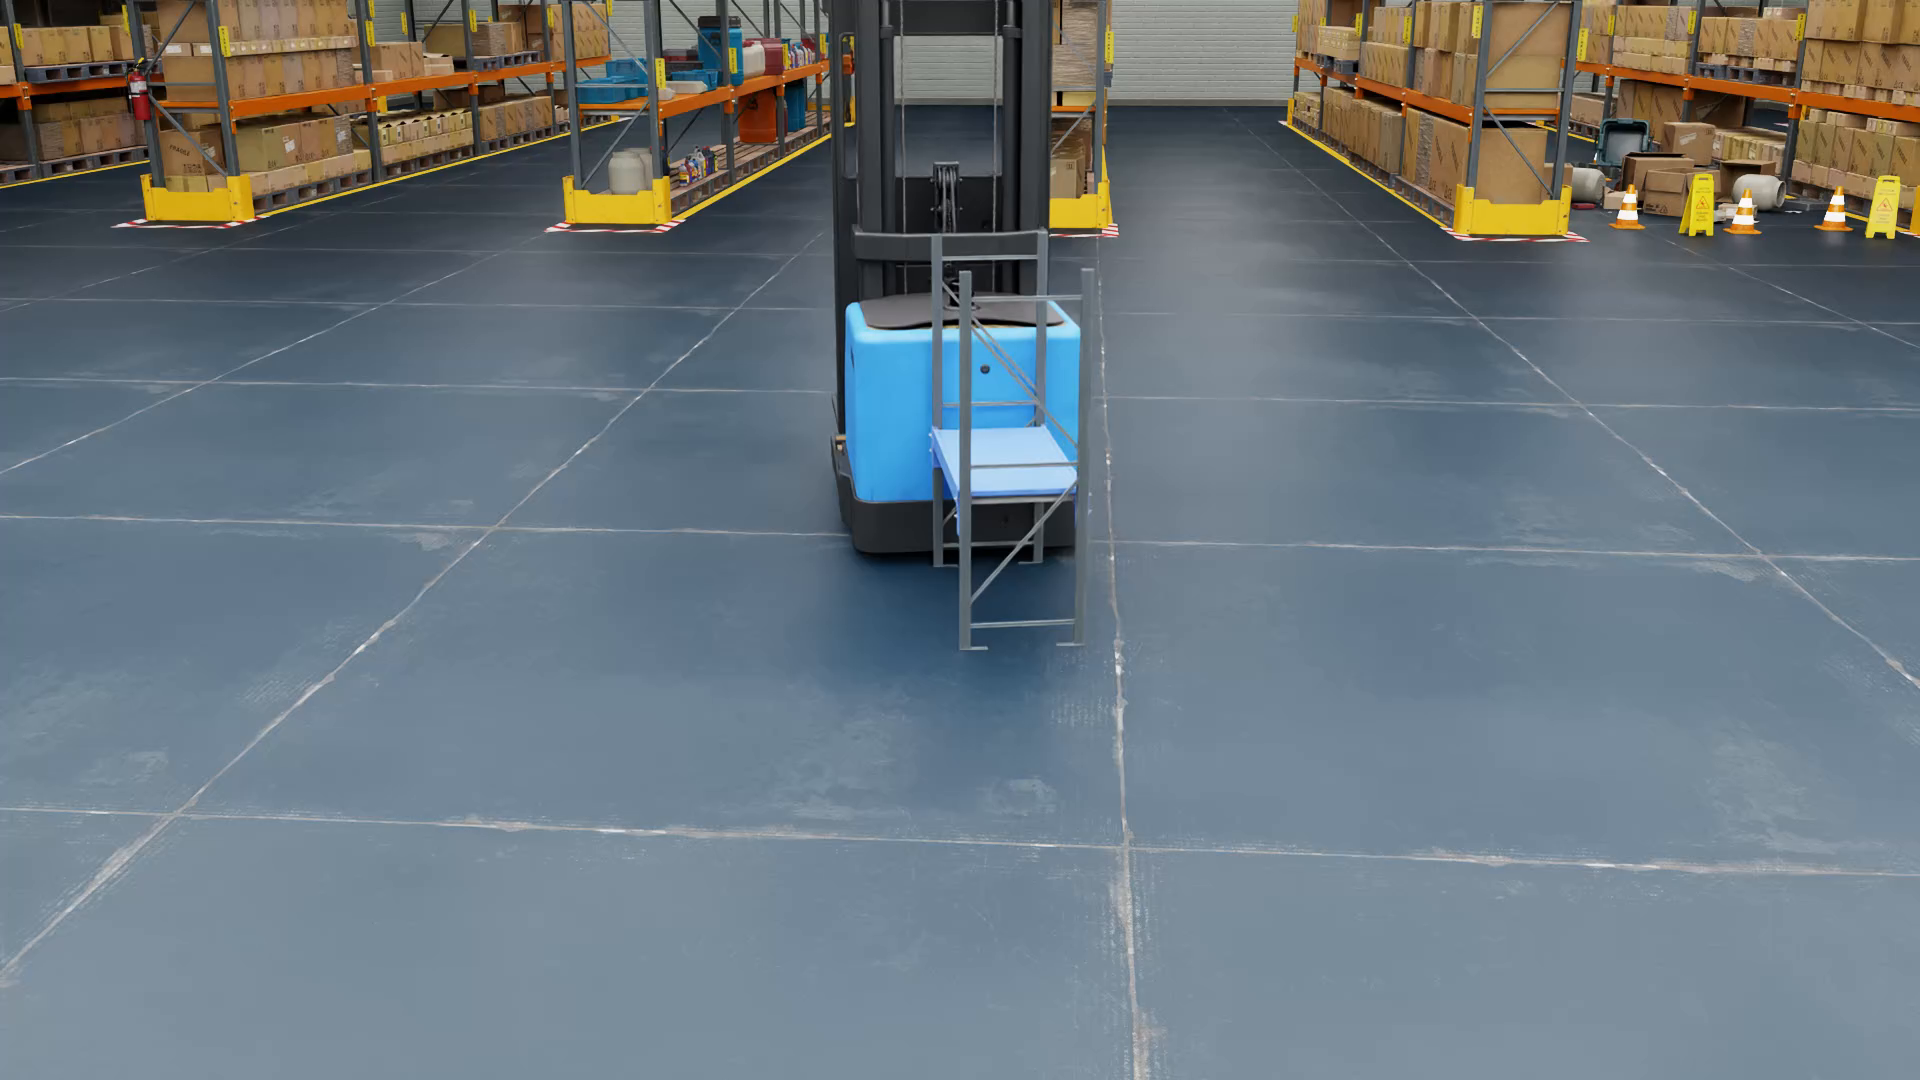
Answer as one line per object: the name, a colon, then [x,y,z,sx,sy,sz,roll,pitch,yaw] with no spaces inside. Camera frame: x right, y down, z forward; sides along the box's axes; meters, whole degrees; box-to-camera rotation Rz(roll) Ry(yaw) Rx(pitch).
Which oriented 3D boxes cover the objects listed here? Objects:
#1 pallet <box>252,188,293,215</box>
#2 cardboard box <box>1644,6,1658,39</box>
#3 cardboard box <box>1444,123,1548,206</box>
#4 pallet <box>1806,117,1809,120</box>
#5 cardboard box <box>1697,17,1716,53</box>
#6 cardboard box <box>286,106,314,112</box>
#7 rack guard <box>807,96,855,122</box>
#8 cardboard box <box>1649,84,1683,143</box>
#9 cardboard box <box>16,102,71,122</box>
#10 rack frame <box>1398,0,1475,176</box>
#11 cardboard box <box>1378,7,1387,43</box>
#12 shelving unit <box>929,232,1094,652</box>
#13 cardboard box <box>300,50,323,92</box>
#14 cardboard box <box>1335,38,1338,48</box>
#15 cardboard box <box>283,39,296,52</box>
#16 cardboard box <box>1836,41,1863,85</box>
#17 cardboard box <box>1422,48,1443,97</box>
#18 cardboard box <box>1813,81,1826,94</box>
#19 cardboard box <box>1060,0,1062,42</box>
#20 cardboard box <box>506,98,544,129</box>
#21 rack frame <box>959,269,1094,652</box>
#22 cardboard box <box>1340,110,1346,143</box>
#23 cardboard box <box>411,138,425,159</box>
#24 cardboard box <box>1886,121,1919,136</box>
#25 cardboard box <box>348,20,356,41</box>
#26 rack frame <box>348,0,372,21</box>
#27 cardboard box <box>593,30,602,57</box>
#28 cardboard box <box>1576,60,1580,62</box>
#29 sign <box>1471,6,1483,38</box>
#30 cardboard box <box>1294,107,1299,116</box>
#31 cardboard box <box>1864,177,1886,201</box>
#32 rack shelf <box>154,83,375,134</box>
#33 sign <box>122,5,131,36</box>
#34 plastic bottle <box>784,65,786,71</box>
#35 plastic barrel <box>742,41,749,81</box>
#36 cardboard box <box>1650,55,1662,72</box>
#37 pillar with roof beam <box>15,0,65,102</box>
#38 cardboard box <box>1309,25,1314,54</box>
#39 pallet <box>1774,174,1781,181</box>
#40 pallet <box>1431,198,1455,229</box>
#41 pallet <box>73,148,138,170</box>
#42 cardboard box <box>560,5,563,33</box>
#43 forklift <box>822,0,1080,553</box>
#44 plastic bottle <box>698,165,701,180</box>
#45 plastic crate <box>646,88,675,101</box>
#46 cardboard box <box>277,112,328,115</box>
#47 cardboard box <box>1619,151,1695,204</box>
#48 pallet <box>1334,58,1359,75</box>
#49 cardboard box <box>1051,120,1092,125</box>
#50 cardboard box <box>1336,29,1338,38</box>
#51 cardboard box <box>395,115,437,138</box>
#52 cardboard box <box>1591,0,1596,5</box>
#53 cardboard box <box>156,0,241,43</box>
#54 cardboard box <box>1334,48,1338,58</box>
pallet: [-8.795,-4.075,20.021,1.003,0.211,1.213,1,18,4]
cardboard box: [11.421,-8.363,26.861,0.500,0.500,0.500,1,18,3]
cardboard box: [5.995,-4.199,18.659,0.875,0.875,0.875,1,18,4]
pallet: [16.994,-7.981,31.943,1.003,0.211,1.213,1,18,4]
cardboard box: [11.268,-7.457,24.550,0.500,0.500,0.500,1,18,2]
cardboard box: [-12.733,-8.240,31.593,0.700,0.500,0.500,2,18,5]
rack guard: [-2.732,-8.839,34.096,1.175,0.500,0.348,1,18,4]
cardboard box: [11.731,-6.882,26.848,0.875,0.875,0.875,2,18,5]
cardboard box: [-13.398,-6.257,24.305,0.500,0.250,0.500,1,18,3]
rack frame: [6.299,-6.040,21.538,1.000,3.000,0.127,1,18,4]
cardboard box: [6.509,-7.508,24.254,0.700,0.500,0.500,1,18,3]
shelving unit: [0.188,-0.440,6.856,0.538,1.500,1.048,-2,18,-6]
cardboard box: [-8.618,-5.994,21.238,0.700,0.500,0.500,2,18,5]
cardboard box: [6.240,-7.987,26.732,0.380,0.149,0.250,1,18,4]
cardboard box: [-8.454,-6.112,20.556,0.380,0.149,0.250,1,18,4]
cardboard box: [10.873,-5.707,19.884,0.500,0.500,0.500,1,18,3]
cardboard box: [6.112,-5.660,20.138,0.875,0.550,0.550,1,18,4]
cardboard box: [10.935,-5.671,20.816,0.380,0.149,0.250,2,18,6]
cardboard box: [0.934,-6.091,19.449,0.500,0.500,0.500,1,18,4]
cardboard box: [-7.741,-7.597,29.598,0.500,0.500,0.500,1,18,4]
rack frame: [0.247,-0.283,6.377,0.500,1.500,0.032,-2,18,-6]
cardboard box: [6.414,-6.665,26.787,0.500,0.500,0.500,2,18,6]
cardboard box: [-8.173,-5.736,24.354,0.500,0.250,0.500,1,18,2]
cardboard box: [10.714,-4.646,18.780,0.380,0.149,0.250,2,18,6]
cardboard box: [-12.670,-9.998,33.137,0.980,0.700,0.700,1,18,3]
rack frame: [-12.602,-10.241,34.358,1.000,3.000,0.127,1,18,4]
cardboard box: [-7.455,-9.872,33.074,0.500,0.500,0.500,1,18,4]
cardboard box: [11.701,-9.121,30.782,0.500,0.500,0.500,2,18,6]
sign: [5.472,-5.477,17.580,0.100,0.325,0.005,1,18,4]
cardboard box: [6.803,-8.456,32.816,0.380,0.149,0.250,2,18,5]
cardboard box: [10.792,-4.029,19.143,0.500,0.250,0.500,1,18,4]
rack shelf: [-8.664,-5.441,20.867,1.077,0.370,4.000,1,18,4]
sign: [-9.348,-5.841,18.692,0.100,0.325,0.005,1,18,4]
plastic bottle: [-2.907,-7.747,26.947,0.152,0.276,0.135,1,18,4]
plastic barrel: [-3.241,-6.877,23.875,0.433,0.535,0.433,0,18,0]
cardboard box: [11.381,-7.610,26.570,0.500,0.250,0.500,1,18,3]
pillar with roof beam: [-9.838,-10.126,24.375,9.100,9.000,0.400,1,18,4]
cardboard box: [6.701,-9.185,30.500,0.500,0.500,0.500,1,18,4]
pallet: [11.298,-4.877,22.469,1.003,0.211,1.213,1,18,4]
pallet: [5.992,-3.722,18.944,1.003,0.211,1.213,1,18,4]
pallet: [-13.323,-5.810,25.316,1.003,0.211,1.213,1,18,4]
cardboard box: [-7.597,-9.712,30.978,0.500,0.500,0.500,1,18,2]
forklift: [-0.123,-1.748,8.551,1.130,2.935,3.031,-2,18,-6]
plastic bottle: [-3.373,-4.718,21.291,0.097,0.201,0.097,0,18,0]
plastic crate: [-3.482,-5.196,19.385,0.298,0.136,0.250,1,18,4]
cardboard box: [-8.867,-5.516,22.478,0.500,0.500,0.500,1,18,4]
cardboard box: [8.617,-4.489,20.597,0.797,0.637,0.503,1,18,4]
pallet: [6.531,-7.415,26.042,1.213,0.211,1.003,1,18,4]
cardboard box: [1.557,-5.888,24.383,0.700,0.500,0.500,3,18,9]
cardboard box: [6.242,-8.124,26.674,0.380,0.149,0.250,1,18,4]
cardboard box: [-8.134,-6.164,24.758,0.500,0.311,0.500,2,18,5]
cardboard box: [11.677,-9.775,30.128,0.380,0.149,0.250,1,18,3]
cardboard box: [-8.758,-5.987,19.133,0.700,0.500,0.500,1,18,4]
cardboard box: [6.240,-7.844,26.772,0.380,0.149,0.250,0,18,1]
